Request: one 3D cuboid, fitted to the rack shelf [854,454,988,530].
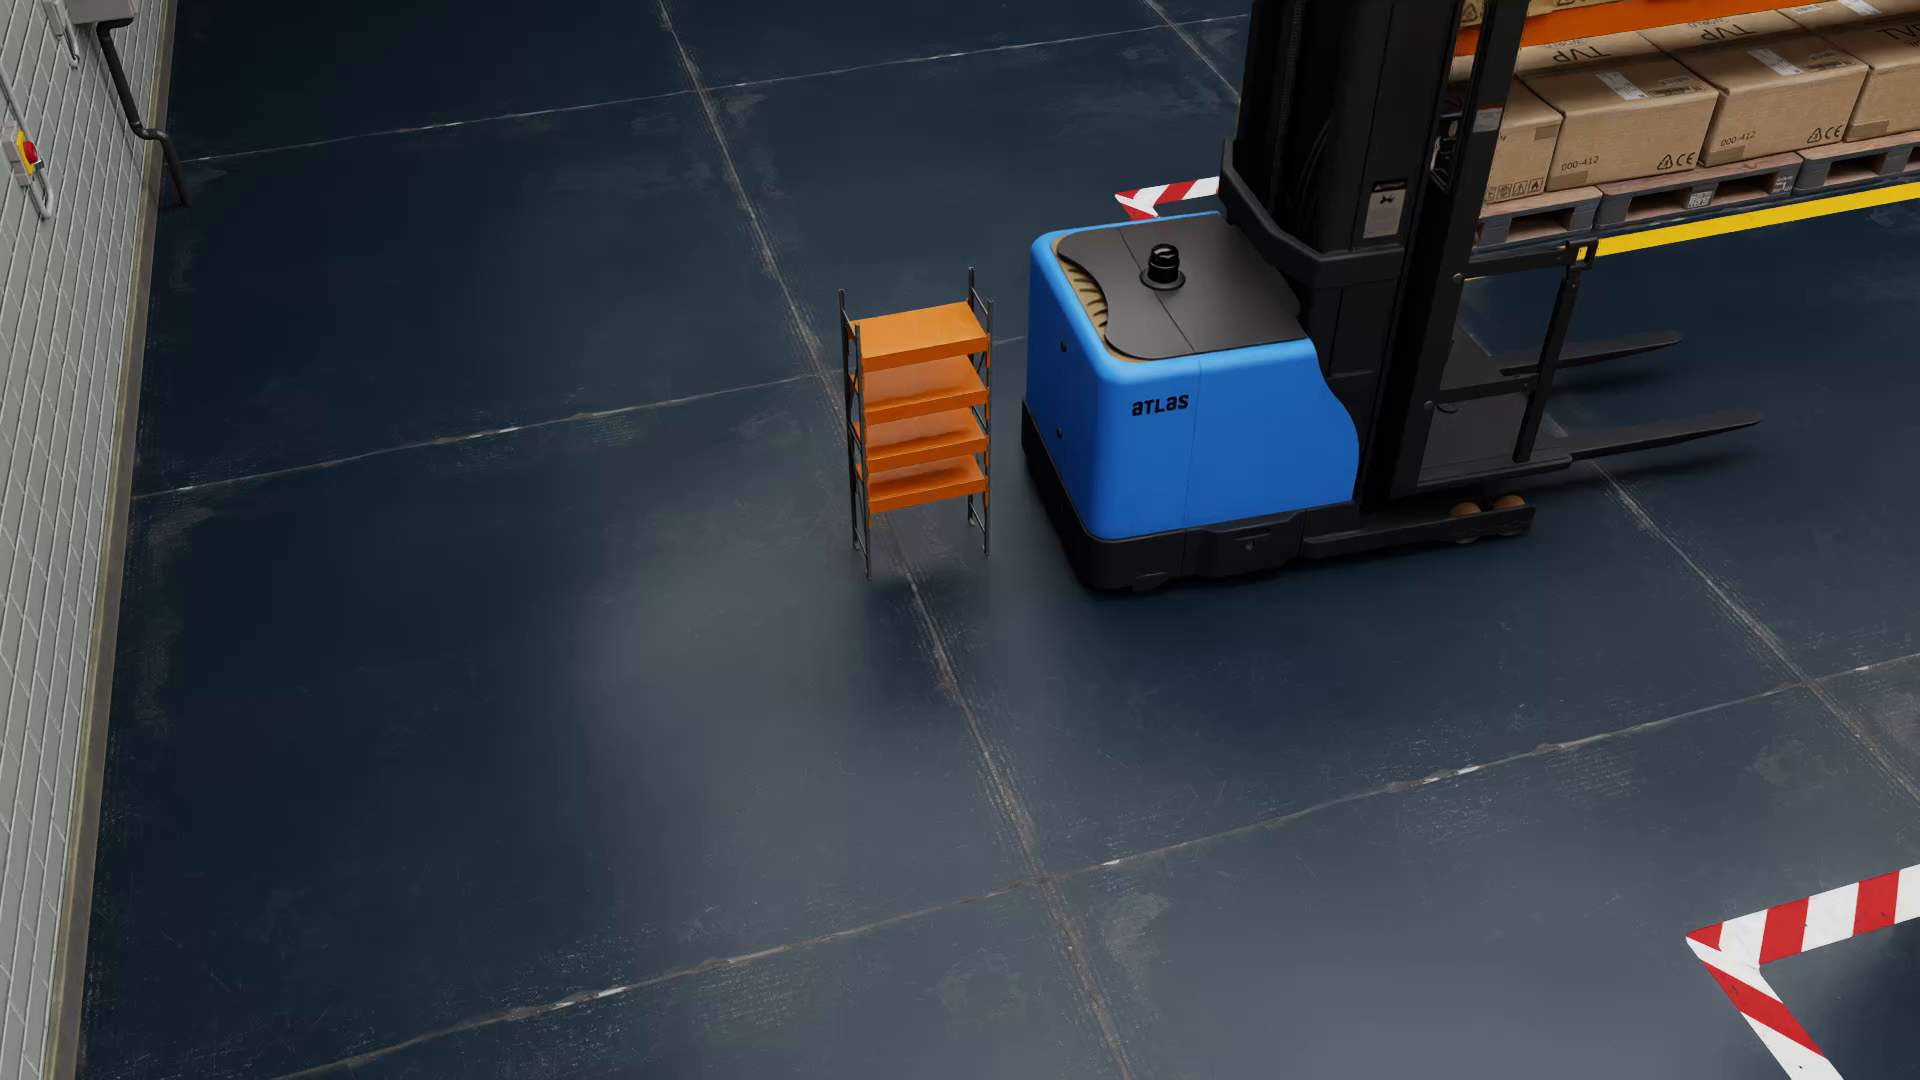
[{"bbox_3d":[-0.158,-0.219,6.493,0.480,0.148,0.258,-12,42,-13],"label":"rack shelf"}]

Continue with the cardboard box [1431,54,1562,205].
[{"bbox_3d":[2.405,-2.093,8.494,0.875,0.438,0.875,-13,43,-15],"label":"cardboard box"}]

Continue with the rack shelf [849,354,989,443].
[{"bbox_3d":[-0.158,-0.537,6.215,0.480,0.148,0.258,-12,42,-13],"label":"rack shelf"}]

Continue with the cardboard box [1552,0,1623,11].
[{"bbox_3d":[2.824,-2.777,7.572,0.500,0.500,0.500,-12,43,-14],"label":"cardboard box"}]

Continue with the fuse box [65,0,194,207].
[{"bbox_3d":[-4.058,-2.440,8.242,0.414,1.711,0.539,-12,42,-13],"label":"fuse box"}]

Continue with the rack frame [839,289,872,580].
[{"bbox_3d":[-0.391,-0.371,6.263,0.015,1.200,0.240,-12,42,-13],"label":"rack frame"}]

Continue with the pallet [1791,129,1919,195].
[{"bbox_3d":[4.872,-2.346,9.275,1.213,0.211,1.003,-12,42,-13],"label":"pallet"}]

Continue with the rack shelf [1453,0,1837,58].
[{"bbox_3d":[3.713,-2.831,8.257,4.000,0.370,1.077,-12,42,-13],"label":"rack shelf"}]

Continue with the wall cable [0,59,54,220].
[{"bbox_3d":[-3.566,-1.972,5.931,0.123,1.953,0.585,-12,42,-13],"label":"wall cable"}]

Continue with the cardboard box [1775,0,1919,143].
[{"bbox_3d":[4.990,-2.634,9.113,0.875,0.438,0.875,-12,43,-14],"label":"cardboard box"}]

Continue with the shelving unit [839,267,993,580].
[{"bbox_3d":[-0.158,-0.419,6.318,0.503,1.200,0.258,-12,42,-13],"label":"shelving unit"}]

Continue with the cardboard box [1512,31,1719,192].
[{"bbox_3d":[3.275,-2.279,8.707,0.875,0.438,0.875,-11,42,-12],"label":"cardboard box"}]

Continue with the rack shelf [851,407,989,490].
[{"bbox_3d":[-0.158,-0.368,6.362,0.480,0.148,0.258,-12,42,-13],"label":"rack shelf"}]

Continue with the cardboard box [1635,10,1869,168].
[{"bbox_3d":[4.136,-2.456,8.910,0.875,0.438,0.875,-13,43,-14],"label":"cardboard box"}]

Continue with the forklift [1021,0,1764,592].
[{"bbox_3d":[1.836,-1.419,6.147,3.031,2.935,1.130,-9,42,-10],"label":"forklift"}]

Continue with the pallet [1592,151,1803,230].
[{"bbox_3d":[3.706,-2.102,8.996,1.213,0.211,1.003,-12,42,-13],"label":"pallet"}]

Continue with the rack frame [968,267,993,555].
[{"bbox_3d":[0.075,-0.467,6.373,0.015,1.200,0.240,-12,42,-13],"label":"rack frame"}]

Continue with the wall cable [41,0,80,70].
[{"bbox_3d":[-4.003,-2.848,6.958,0.122,1.984,0.588,-12,42,-13],"label":"wall cable"}]

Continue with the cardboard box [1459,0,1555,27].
[{"bbox_3d":[2.350,-2.659,7.438,0.500,0.500,0.500,-12,43,-13],"label":"cardboard box"}]

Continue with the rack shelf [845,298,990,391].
[{"bbox_3d":[-0.158,-0.715,6.059,0.480,0.148,0.258,-12,42,-13],"label":"rack shelf"}]

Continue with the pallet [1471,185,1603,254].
[{"bbox_3d":[2.545,-1.864,8.723,1.213,0.211,1.003,-12,42,-13],"label":"pallet"}]
